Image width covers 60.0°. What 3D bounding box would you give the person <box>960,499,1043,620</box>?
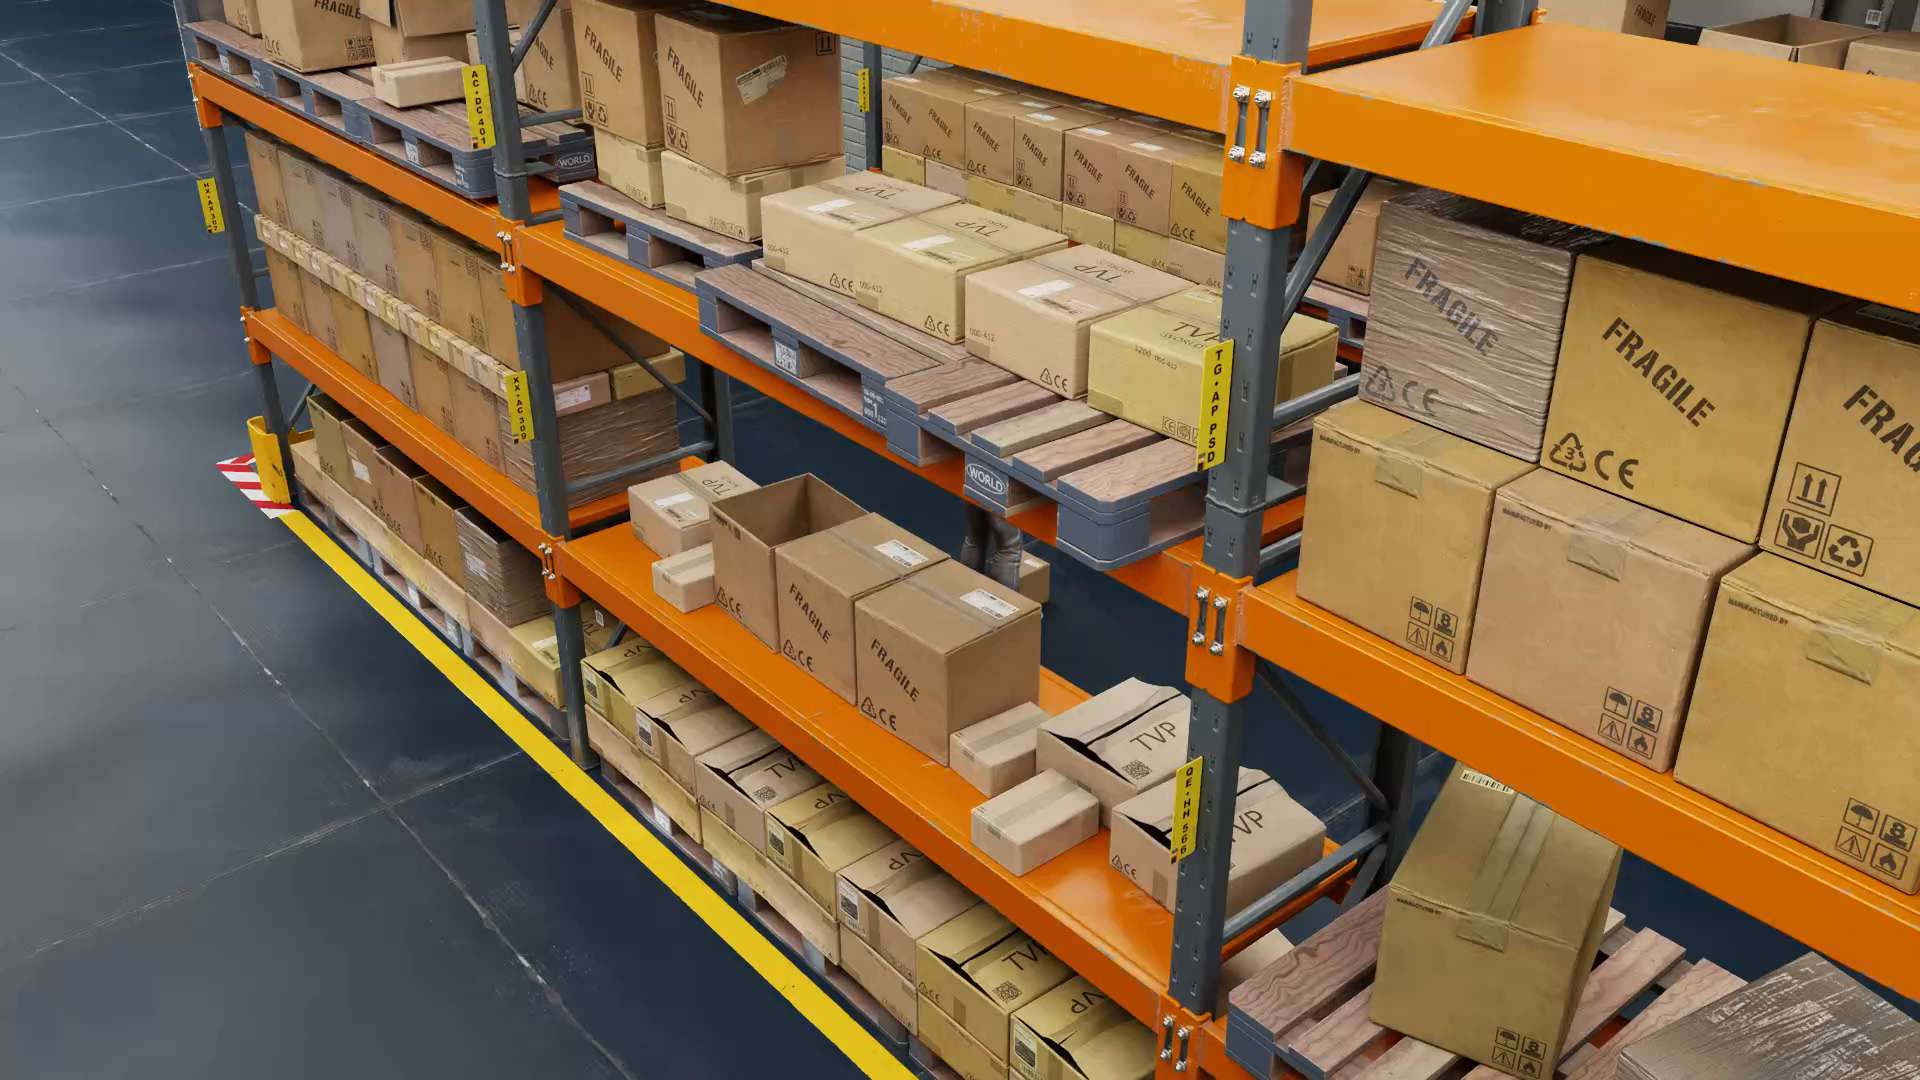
[{"bbox_3d":[0.187,-0.347,9.253,0.456,1.761,0.628,-21,35,-35],"label":"person"}]
